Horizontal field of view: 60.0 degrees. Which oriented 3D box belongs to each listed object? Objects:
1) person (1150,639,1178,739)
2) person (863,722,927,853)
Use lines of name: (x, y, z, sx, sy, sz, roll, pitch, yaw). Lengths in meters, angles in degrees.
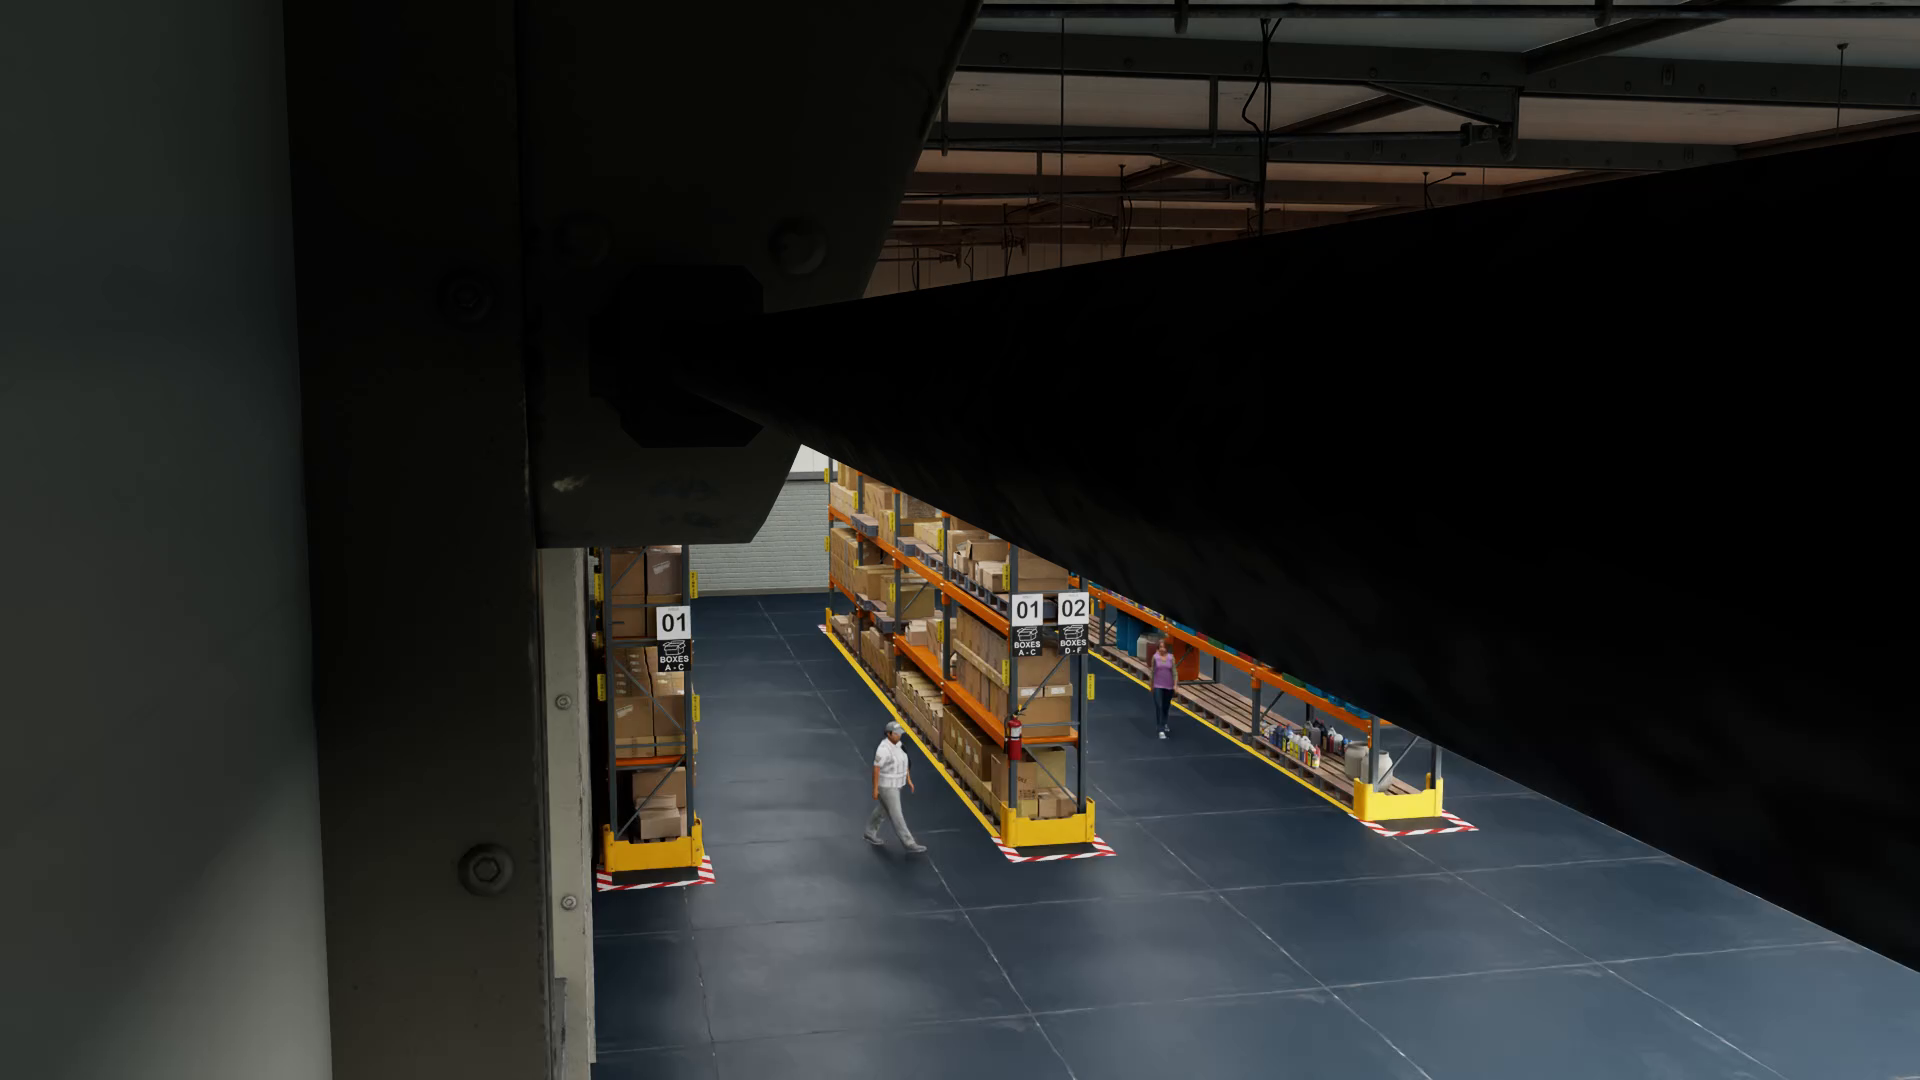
person: (3.284, 2.375, 26.699, 0.432, 1.552, 0.903, 0, 7, -1)
person: (-0.794, 3.057, 20.703, 1.016, 1.604, 0.535, 3, 7, 23)
